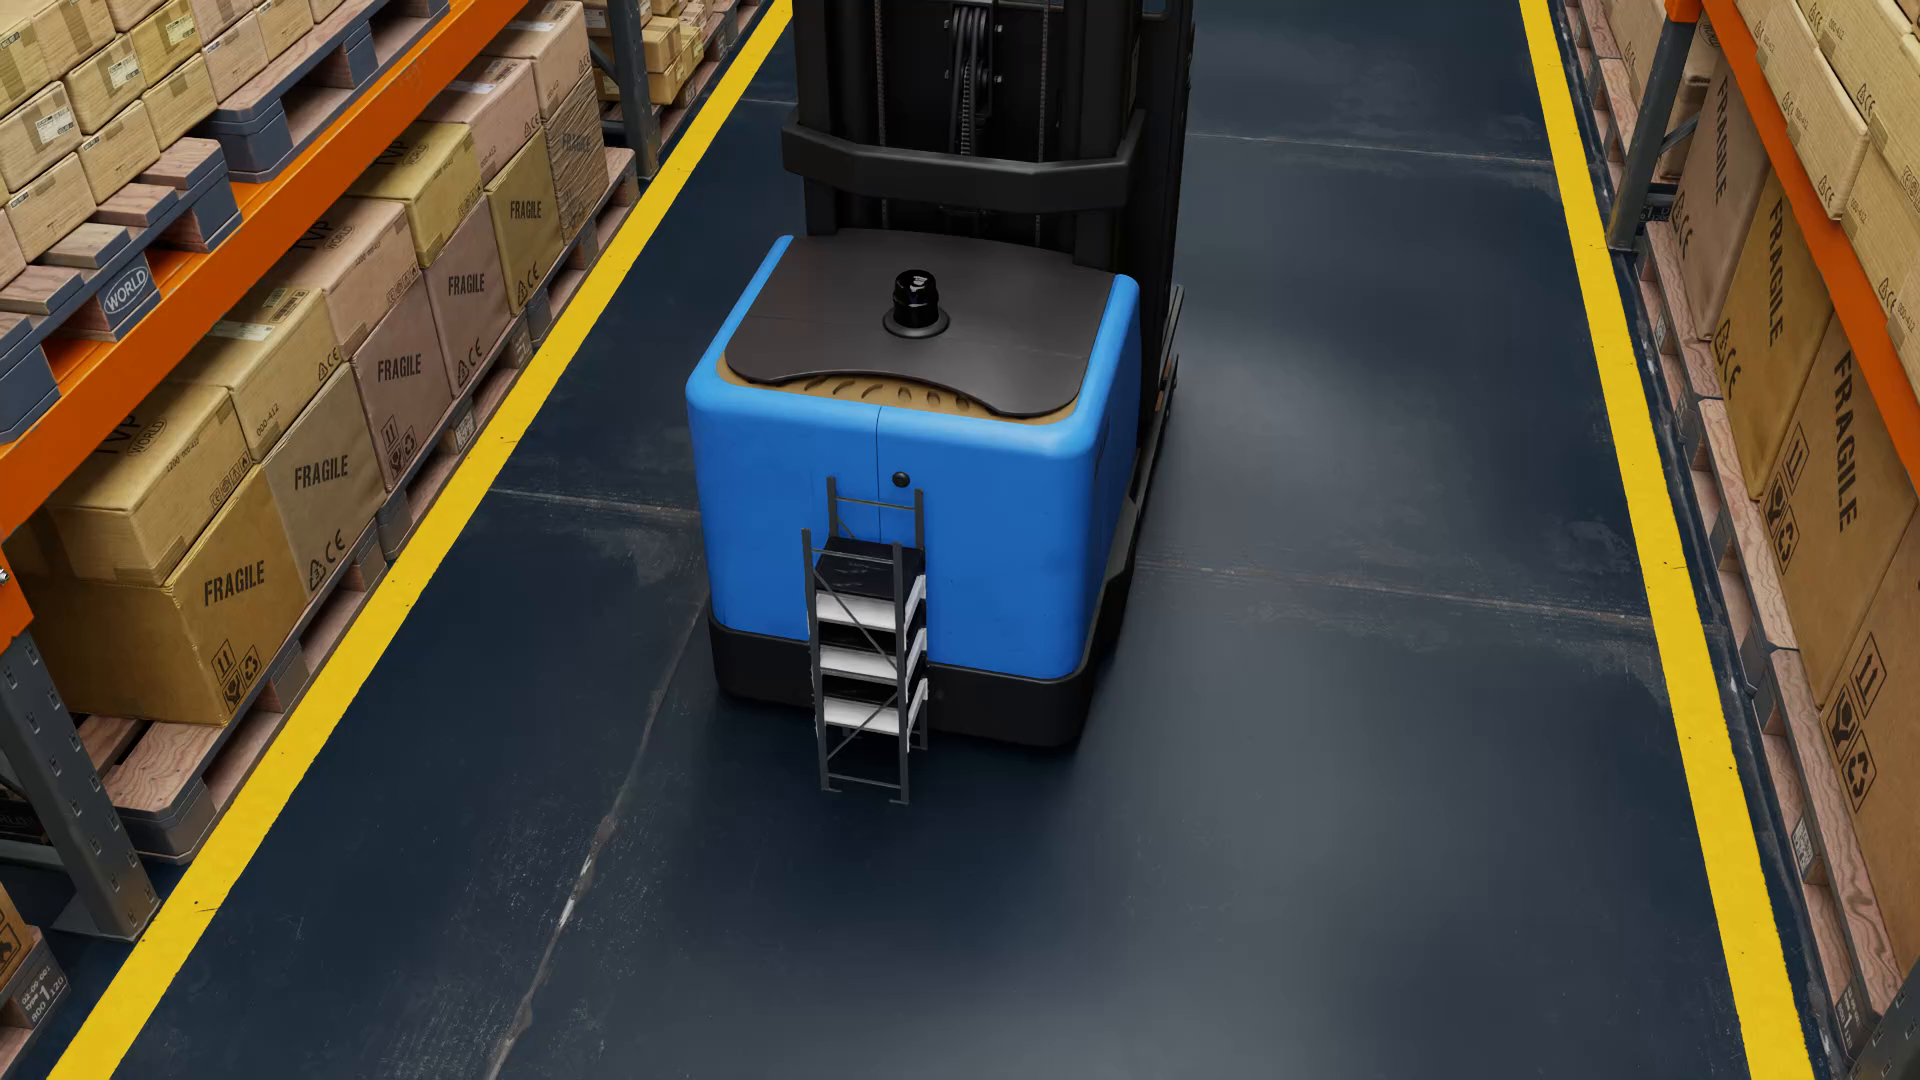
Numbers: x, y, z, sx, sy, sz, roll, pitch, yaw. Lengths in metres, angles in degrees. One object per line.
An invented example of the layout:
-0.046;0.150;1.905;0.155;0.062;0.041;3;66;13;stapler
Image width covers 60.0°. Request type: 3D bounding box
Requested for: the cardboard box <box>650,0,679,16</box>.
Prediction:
-1.431;-2.426;7.271;0.380;0.149;0.250;8;40;10;cardboard box

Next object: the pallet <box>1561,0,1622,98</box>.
3.509;-2.454;8.052;1.003;0.211;1.213;6;40;8;pallet

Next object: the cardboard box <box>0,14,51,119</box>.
-2.178;-0.996;3.501;0.380;0.149;0.250;5;40;6;cardboard box

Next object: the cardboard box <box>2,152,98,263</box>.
-2.170;-0.756;3.678;0.380;0.149;0.250;8;40;10;cardboard box

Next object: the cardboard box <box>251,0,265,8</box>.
-1.990;-1.533;4.384;0.380;0.149;0.250;6;40;7;cardboard box

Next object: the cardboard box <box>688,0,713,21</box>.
-1.389;-2.524;7.857;0.380;0.149;0.250;6;40;7;cardboard box

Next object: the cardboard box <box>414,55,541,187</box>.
-1.783;-1.445;5.688;0.500;0.250;0.500;8;40;10;cardboard box

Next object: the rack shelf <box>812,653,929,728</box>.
-0.229;0.369;4.292;0.258;0.077;0.200;8;40;10;rack shelf

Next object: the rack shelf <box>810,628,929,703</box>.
-0.229;0.299;4.234;0.258;0.077;0.200;8;40;10;rack shelf

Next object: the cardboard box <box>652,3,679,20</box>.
-1.468;-2.313;7.368;0.380;0.149;0.250;7;40;8;cardboard box

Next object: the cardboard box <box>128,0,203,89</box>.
-2.081;-1.221;4.007;0.380;0.149;0.250;7;40;8;cardboard box

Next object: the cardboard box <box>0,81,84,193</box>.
-2.167;-0.895;3.613;0.380;0.149;0.250;8;40;10;cardboard box

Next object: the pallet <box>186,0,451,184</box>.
-2.191;-1.437;4.784;1.003;0.211;1.213;6;40;8;pallet

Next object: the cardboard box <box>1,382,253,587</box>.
-2.135;-0.157;4.130;0.500;0.250;0.500;5;40;6;cardboard box

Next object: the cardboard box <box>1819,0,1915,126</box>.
2.476;-1.220;4.097;0.500;0.250;0.500;5;40;6;cardboard box

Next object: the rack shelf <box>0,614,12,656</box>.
-2.839;1.269;1.926;1.077;0.370;4.000;6;40;8;rack shelf

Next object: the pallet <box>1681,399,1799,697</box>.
2.824;0.043;5.032;1.003;0.211;1.213;6;40;8;pallet

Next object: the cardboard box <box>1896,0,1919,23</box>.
2.499;-1.509;3.858;0.500;0.500;0.500;6;40;7;cardboard box

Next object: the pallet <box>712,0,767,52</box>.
-1.511;-2.893;8.583;1.003;0.211;1.213;6;40;8;pallet

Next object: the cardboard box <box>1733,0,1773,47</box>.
2.668;-1.662;5.024;0.500;0.250;0.500;5;40;7;cardboard box

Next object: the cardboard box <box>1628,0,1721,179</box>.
3.306;-1.848;6.813;0.875;0.438;0.875;6;40;7;cardboard box

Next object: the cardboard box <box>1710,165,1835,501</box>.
2.915;-0.669;5.043;0.875;0.875;0.875;7;40;9;cardboard box

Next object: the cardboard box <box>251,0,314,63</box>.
-1.989;-1.420;4.481;0.380;0.149;0.250;7;40;8;cardboard box

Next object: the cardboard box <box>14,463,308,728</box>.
-2.120;0.122;4.381;0.500;0.500;0.500;5;40;6;cardboard box

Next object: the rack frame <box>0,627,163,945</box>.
-2.493;-0.264;3.215;1.000;3.000;0.127;6;40;8;rack frame

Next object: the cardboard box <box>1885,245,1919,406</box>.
2.304;-0.392;3.488;0.500;0.250;0.500;7;40;8;cardboard box

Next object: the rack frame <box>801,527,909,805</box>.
-0.252;0.337;4.137;0.240;0.900;0.006;8;40;10;rack frame

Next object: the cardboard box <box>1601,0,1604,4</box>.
3.618;-2.976;8.177;0.875;0.438;0.875;7;40;9;cardboard box

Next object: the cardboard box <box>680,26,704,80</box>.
-1.375;-2.197;7.462;0.380;0.149;0.250;8;40;9;cardboard box

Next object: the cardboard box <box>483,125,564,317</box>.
-1.770;-1.159;5.929;0.500;0.500;0.500;6;40;7;cardboard box

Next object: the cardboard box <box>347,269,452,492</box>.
-1.952;-0.517;5.153;0.500;0.500;0.500;5;40;7;cardboard box

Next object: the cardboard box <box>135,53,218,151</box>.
-2.079;-1.095;4.088;0.380;0.149;0.250;8;40;10;cardboard box

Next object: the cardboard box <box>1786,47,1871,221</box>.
2.468;-1.030;4.259;0.500;0.250;0.500;6;40;7;cardboard box

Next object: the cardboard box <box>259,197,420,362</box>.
-1.949;-0.785;4.889;0.500;0.250;0.500;7;40;8;cardboard box

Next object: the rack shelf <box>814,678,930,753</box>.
-0.229;0.438;4.349;0.258;0.077;0.200;8;40;10;rack shelf

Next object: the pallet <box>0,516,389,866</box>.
-2.357;0.321;4.697;1.003;0.211;1.213;6;40;8;pallet

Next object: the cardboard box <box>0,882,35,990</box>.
-2.687;0.814;3.348;1.050;0.750;0.750;6;40;7;cardboard box

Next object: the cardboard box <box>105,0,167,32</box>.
-2.085;-1.315;3.888;0.380;0.149;0.250;5;40;6;cardboard box

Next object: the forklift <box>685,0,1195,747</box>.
0.143;-1.520;4.788;1.130;2.935;3.031;8;40;10;forklift

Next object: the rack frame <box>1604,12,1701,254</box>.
3.092;-2.292;5.668;1.000;3.000;0.127;6;40;8;rack frame

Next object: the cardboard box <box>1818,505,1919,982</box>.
2.601;0.451;3.688;0.875;0.875;0.875;6;40;7;cardboard box

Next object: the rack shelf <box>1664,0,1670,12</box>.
3.438;-3.270;7.415;1.077;0.370;4.000;6;40;8;rack shelf

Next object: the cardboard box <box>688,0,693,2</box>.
-1.411;-2.639;7.762;0.380;0.149;0.250;4;40;5;cardboard box

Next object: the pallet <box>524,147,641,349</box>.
-1.934;-1.211;6.549;1.003;0.211;1.213;6;40;8;pallet

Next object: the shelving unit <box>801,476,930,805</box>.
-0.229;0.273;4.213;0.258;0.900;0.210;8;40;10;shelving unit
